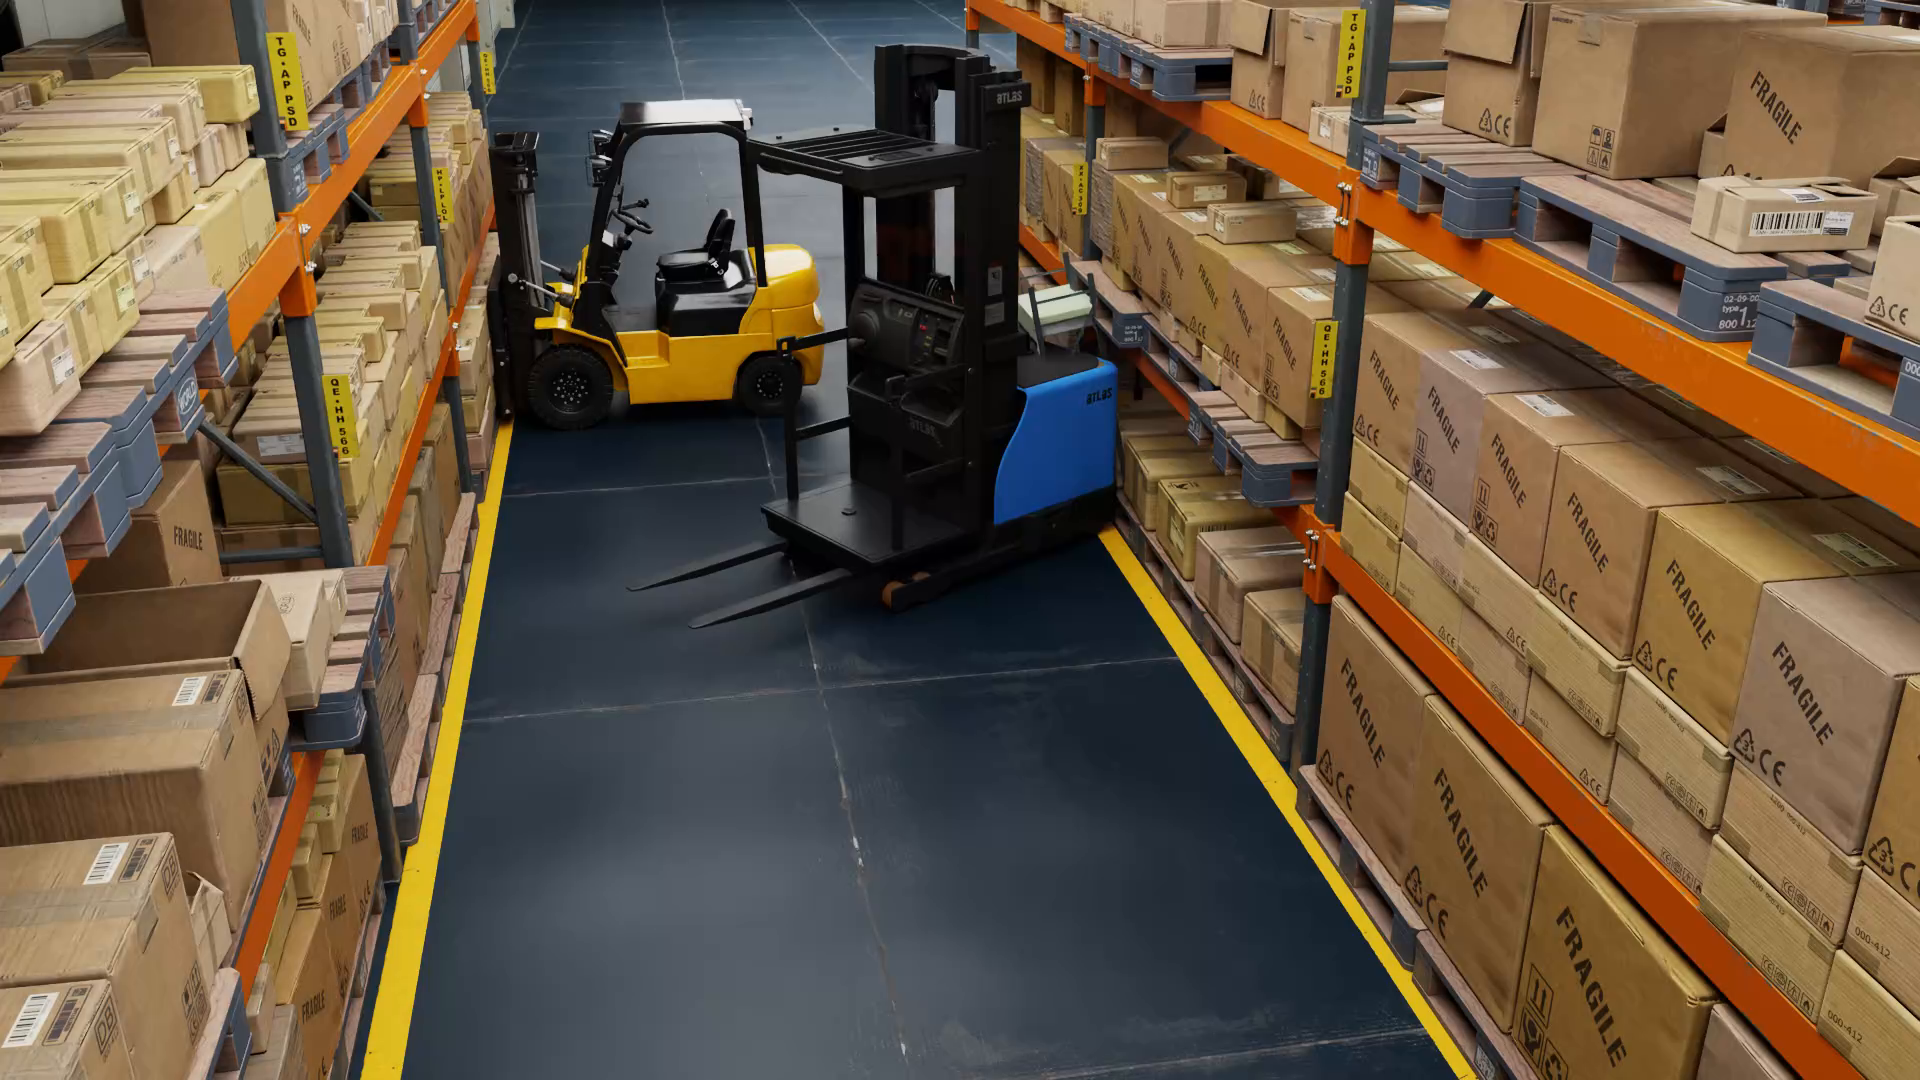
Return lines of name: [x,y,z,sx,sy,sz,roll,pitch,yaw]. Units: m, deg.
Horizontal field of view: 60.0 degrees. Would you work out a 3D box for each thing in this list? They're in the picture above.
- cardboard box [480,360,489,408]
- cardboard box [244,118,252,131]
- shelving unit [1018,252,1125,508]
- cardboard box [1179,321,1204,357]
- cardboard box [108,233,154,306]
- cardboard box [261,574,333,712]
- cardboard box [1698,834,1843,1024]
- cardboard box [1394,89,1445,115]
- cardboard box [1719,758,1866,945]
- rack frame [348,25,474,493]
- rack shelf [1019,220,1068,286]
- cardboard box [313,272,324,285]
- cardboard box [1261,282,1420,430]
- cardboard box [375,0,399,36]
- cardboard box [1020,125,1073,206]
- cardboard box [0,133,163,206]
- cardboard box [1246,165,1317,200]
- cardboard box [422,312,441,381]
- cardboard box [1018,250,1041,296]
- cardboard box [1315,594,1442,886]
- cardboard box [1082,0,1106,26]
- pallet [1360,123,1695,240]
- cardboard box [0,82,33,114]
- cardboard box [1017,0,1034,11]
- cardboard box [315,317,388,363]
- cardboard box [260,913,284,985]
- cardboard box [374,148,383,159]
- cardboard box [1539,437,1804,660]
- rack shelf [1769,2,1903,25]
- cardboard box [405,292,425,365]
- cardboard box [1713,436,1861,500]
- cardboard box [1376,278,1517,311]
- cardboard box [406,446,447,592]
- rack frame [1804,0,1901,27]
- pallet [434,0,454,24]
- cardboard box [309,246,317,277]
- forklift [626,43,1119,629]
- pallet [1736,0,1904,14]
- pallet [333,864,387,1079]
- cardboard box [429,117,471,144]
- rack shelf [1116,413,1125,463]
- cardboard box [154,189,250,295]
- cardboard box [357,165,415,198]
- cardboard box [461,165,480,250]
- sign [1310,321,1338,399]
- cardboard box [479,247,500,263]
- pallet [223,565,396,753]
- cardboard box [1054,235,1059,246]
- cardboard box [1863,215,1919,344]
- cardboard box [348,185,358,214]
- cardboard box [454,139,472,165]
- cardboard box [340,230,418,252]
cardboard box: [-3.465,-1.067,11.231,0.500,0.250,0.500,-4,24,-10]
cardboard box: [-2.610,-1.586,6.029,0.380,0.166,0.250,-4,24,-10]
shelving unit: [0.693,-0.985,10.521,0.431,1.500,0.755,-14,21,-4]
cardboard box: [1.377,-1.082,8.769,0.380,0.149,0.250,-5,24,-11]
cardboard box: [-2.078,-0.595,3.781,0.380,0.149,0.250,-4,24,-9]
cardboard box: [-2.331,0.346,5.372,0.500,0.250,0.500,-5,24,-12]
cardboard box: [2.349,0.994,4.414,0.500,0.250,0.500,-5,24,-10]
cardboard box: [2.095,-1.840,7.135,0.396,0.266,0.258,-4,24,-10]
cardboard box: [2.353,0.772,4.298,0.500,0.250,0.500,-4,24,-8]
rack frame: [-3.584,-1.494,9.924,1.000,3.000,0.127,-4,24,-10]
rack shelf: [0.924,-2.320,12.713,1.077,0.370,4.000,-4,24,-10]
cardboard box: [-3.659,-1.238,8.899,0.500,0.250,0.500,-5,24,-10]
cardboard box: [1.676,-0.823,7.364,0.500,0.500,0.500,-5,24,-11]
cardboard box: [-3.210,-2.800,8.627,0.500,0.311,0.500,-5,24,-11]
cardboard box: [0.665,-2.809,12.436,0.500,0.500,0.500,-5,24,-11]
cardboard box: [-2.250,-0.922,4.184,0.380,0.149,0.250,-4,24,-10]
cardboard box: [1.815,-1.994,9.236,0.380,0.149,0.250,-5,24,-12]
cardboard box: [-3.135,-1.049,9.092,0.500,0.250,0.500,-4,24,-10]
cardboard box: [0.622,-1.962,12.969,0.500,0.500,0.500,-4,24,-9]
cardboard box: [2.079,0.769,6.871,0.875,0.875,0.875,-5,24,-10]
cardboard box: [1.008,-3.102,9.520,0.500,0.250,0.500,-5,24,-11]
pallet: [2.205,-1.329,6.032,1.213,0.211,1.003,-3,24,-7]
cardboard box: [-3.029,-1.279,5.000,0.380,0.149,0.250,-4,24,-9]
cardboard box: [0.628,-3.933,12.073,0.380,0.149,0.250,-5,24,-11]
cardboard box: [-2.863,-0.918,7.669,0.380,0.149,0.250,-4,24,-9]
cardboard box: [-2.367,1.328,5.251,0.380,0.149,0.250,-5,24,-11]
cardboard box: [-4.161,-2.685,11.343,0.380,0.149,0.250,-4,24,-8]
cardboard box: [2.156,0.016,5.091,0.500,0.500,0.500,-4,24,-9]
rack shelf: [5.770,-4.101,13.043,1.077,0.370,4.000,-4,24,-10]
cardboard box: [-3.051,-1.077,8.531,0.500,0.250,0.500,-4,24,-9]
cardboard box: [2.661,-0.013,5.158,0.500,0.500,0.500,-5,24,-11]
cardboard box: [2.178,-0.859,7.447,0.500,0.500,0.500,-5,24,-11]
cardboard box: [-3.340,-0.088,9.147,0.875,0.625,0.625,-5,24,-10]
rack frame: [6.140,-2.269,11.698,1.000,3.000,0.127,-4,24,-10]
pallet: [-3.989,-3.641,11.201,1.003,0.211,1.213,-4,24,-10]
cardboard box: [-3.686,-1.476,8.945,0.380,0.149,0.250,-4,24,-10]
forklift: [-0.471,-1.179,9.287,3.031,2.935,1.130,-19,30,-37]
pallet: [5.999,-3.926,11.854,1.003,0.211,1.213,-4,24,-10]
pallet: [-2.743,1.653,6.201,1.003,0.211,1.213,-4,24,-10]
cardboard box: [-3.715,-2.927,11.897,0.380,0.149,0.250,-4,24,-9]
rack shelf: [0.757,-0.688,10.637,0.431,0.370,0.720,-14,21,-4]
cardboard box: [-2.417,-0.845,4.877,0.500,0.250,0.500,-4,24,-10]
cardboard box: [-3.506,-2.216,10.269,0.380,0.149,0.250,-4,24,-9]
cardboard box: [-3.689,-2.336,11.726,0.500,0.500,0.500,-4,24,-9]
sign: [1.502,-0.740,6.849,0.100,0.325,0.005,-4,24,-10]
cardboard box: [-3.831,-2.100,12.972,0.500,0.250,0.500,-4,24,-9]
pallet: [-2.650,0.428,5.761,1.213,0.211,1.003,-4,24,-10]
cardboard box: [0.878,-2.157,11.754,0.380,0.149,0.250,-5,24,-10]
cardboard box: [2.404,-0.574,3.655,0.500,0.311,0.500,-4,24,-10]
cardboard box: [-4.017,-2.145,10.479,0.380,0.149,0.250,-4,24,-8]
cardboard box: [-3.723,-2.792,11.960,0.380,0.149,0.250,-4,24,-9]
cardboard box: [-3.237,-1.619,9.274,0.380,0.149,0.250,-5,24,-11]
